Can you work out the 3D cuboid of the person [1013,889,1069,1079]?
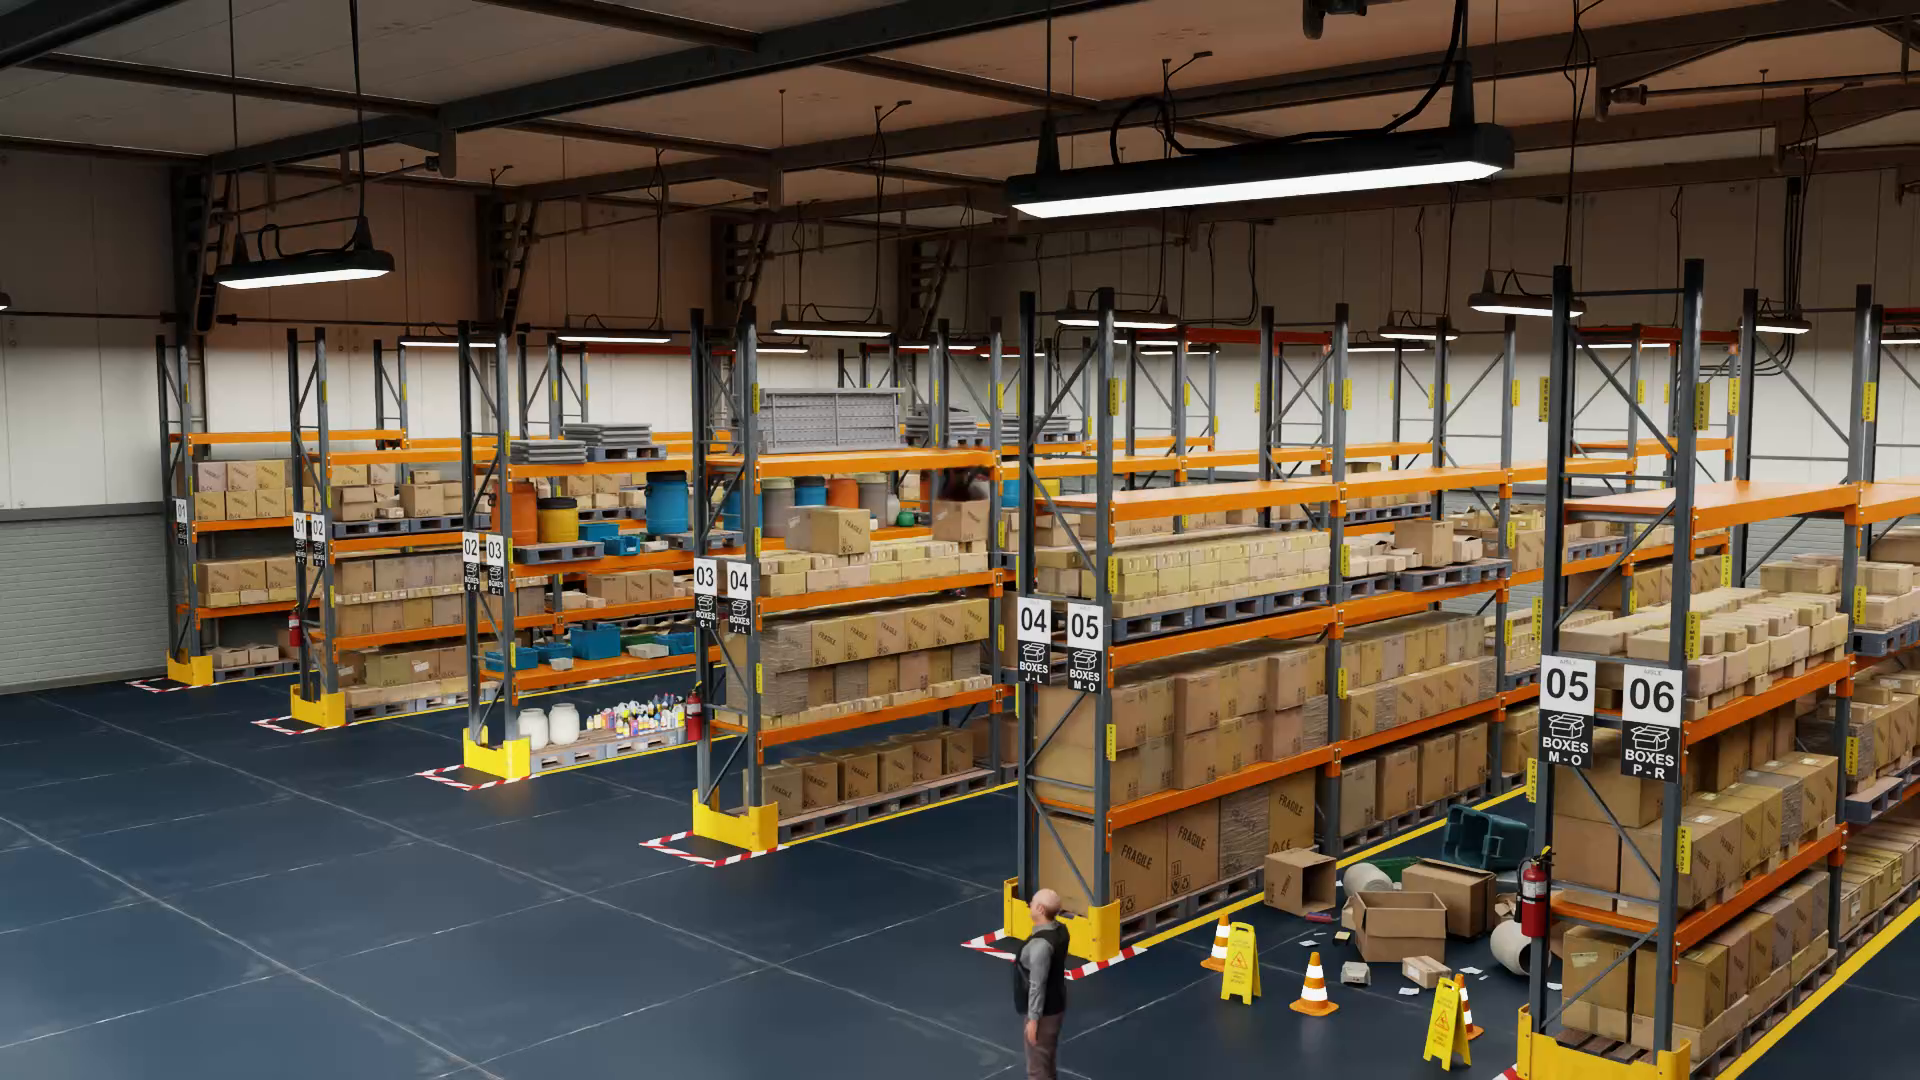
[{"bbox_3d":[0.539,3.232,11.382,0.398,1.727,0.580,1,5,8],"label":"person"}]
